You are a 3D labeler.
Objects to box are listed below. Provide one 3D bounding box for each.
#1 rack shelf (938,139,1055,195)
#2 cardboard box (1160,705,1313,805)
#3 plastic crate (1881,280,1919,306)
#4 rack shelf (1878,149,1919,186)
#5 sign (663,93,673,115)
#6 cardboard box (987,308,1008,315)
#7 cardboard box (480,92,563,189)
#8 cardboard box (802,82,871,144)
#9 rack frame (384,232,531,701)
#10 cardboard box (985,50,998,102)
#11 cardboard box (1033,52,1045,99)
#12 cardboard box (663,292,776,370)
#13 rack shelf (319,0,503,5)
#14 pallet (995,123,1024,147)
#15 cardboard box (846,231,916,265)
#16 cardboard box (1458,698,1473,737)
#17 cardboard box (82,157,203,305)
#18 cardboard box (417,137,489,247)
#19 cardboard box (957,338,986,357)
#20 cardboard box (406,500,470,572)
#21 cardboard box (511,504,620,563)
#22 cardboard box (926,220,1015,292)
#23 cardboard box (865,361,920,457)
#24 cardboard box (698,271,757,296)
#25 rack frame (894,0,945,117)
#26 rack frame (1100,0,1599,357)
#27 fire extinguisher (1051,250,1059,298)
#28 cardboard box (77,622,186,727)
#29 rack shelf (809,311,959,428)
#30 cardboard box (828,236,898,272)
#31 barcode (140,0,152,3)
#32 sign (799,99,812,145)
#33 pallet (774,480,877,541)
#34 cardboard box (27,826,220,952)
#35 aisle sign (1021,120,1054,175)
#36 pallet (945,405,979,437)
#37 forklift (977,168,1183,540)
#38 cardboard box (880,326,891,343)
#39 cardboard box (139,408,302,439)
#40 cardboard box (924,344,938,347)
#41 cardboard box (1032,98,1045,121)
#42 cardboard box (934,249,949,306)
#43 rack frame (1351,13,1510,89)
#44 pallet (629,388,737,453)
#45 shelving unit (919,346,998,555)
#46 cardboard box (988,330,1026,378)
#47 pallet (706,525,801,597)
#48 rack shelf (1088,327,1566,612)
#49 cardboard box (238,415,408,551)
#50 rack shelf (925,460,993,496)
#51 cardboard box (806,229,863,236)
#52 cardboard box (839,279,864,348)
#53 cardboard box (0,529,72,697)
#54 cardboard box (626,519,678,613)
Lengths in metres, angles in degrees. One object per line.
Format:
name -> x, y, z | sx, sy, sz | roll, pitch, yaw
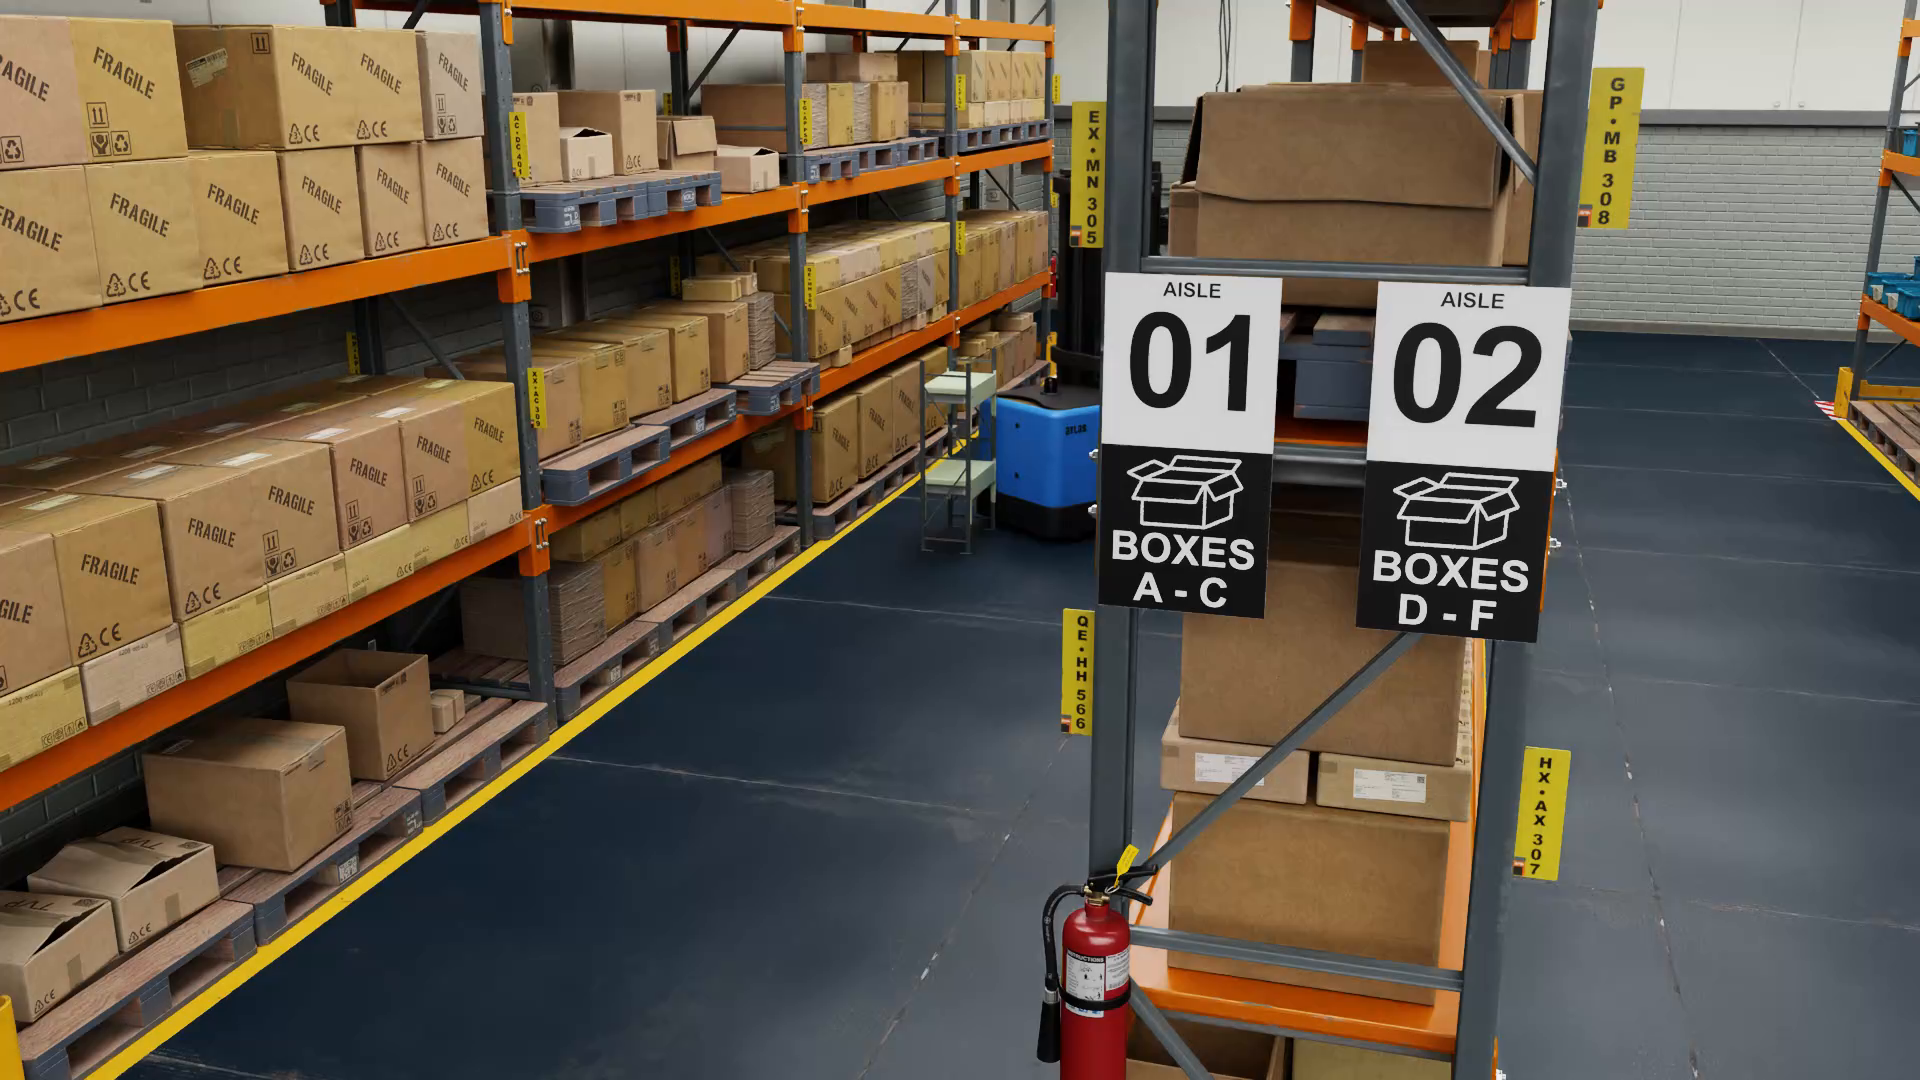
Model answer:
rack shelf -> 0.047, -4.097, 18.098 | 1.077, 0.370, 4.000 | 5, 16, 16
cardboard box -> 0.744, 0.571, 4.447 | 0.380, 0.149, 0.250 | 4, 16, 15
plastic crate -> 9.541, -2.492, 16.815 | 0.416, 0.233, 0.300 | 5, 16, 16
rack shelf -> 9.545, -3.329, 15.389 | 1.077, 0.370, 4.000 | 5, 16, 16
sign -> -2.188, -3.205, 12.543 | 0.100, 0.325, 0.005 | 5, 16, 16
cardboard box -> 0.356, -2.692, 19.946 | 0.380, 0.149, 0.250 | 5, 17, 16
cardboard box -> -2.563, -2.214, 9.187 | 0.500, 0.500, 0.500 | 7, 17, 24
cardboard box -> -1.177, -3.681, 14.324 | 0.700, 0.500, 0.500 | 5, 16, 16
rack frame -> -2.792, -0.383, 9.184 | 0.949, 2.616, 0.053 | 5, 16, 16
cardboard box -> 0.090, -4.758, 17.059 | 0.500, 0.500, 0.500 | 4, 16, 15
cardboard box -> 0.668, -5.292, 18.942 | 0.500, 0.500, 0.500 | 5, 16, 16
cardboard box -> -1.783, -1.566, 12.365 | 0.700, 0.500, 0.500 | 3, 16, 9
rack shelf -> -3.364, -2.399, 6.620 | 1.077, 0.370, 4.000 | 5, 16, 16
pallet -> 0.069, -4.408, 18.040 | 1.003, 0.211, 1.213 | 5, 16, 16
cardboard box -> -0.709, -2.630, 14.965 | 0.500, 0.250, 0.500 | 5, 17, 17
cardboard box -> 1.209, 0.531, 4.590 | 0.380, 0.149, 0.250 | 4, 16, 14
cardboard box -> -3.267, -1.180, 6.276 | 0.500, 0.500, 0.500 | 5, 17, 18
cardboard box -> -2.703, -1.733, 8.224 | 0.500, 0.500, 0.500 | 5, 17, 17
cardboard box -> 0.061, -2.051, 17.687 | 0.380, 0.149, 0.250 | 5, 17, 18
cardboard box -> -2.789, -0.044, 8.226 | 0.500, 0.250, 0.500 | 5, 17, 16
cardboard box -> -2.480, -0.063, 10.454 | 0.500, 0.250, 0.500 | 4, 16, 15
cardboard box -> 0.058, -3.143, 18.365 | 0.980, 0.700, 0.700 | 4, 16, 13
cardboard box -> -0.832, -1.232, 15.344 | 0.750, 0.750, 0.750 | 5, 17, 18
cardboard box -> -1.728, -1.909, 12.386 | 0.380, 0.149, 0.250 | 2, 16, 9
rack frame -> -0.519, -5.363, 15.745 | 0.949, 2.616, 0.053 | 5, 16, 16
rack frame -> 0.818, -1.840, 3.326 | 1.000, 3.000, 0.127 | 5, 16, 16
fire extinguisher -> 1.100, -3.310, 20.328 | 0.296, 0.674, 0.183 | 5, 16, 16
cardboard box -> -3.355, 0.485, 6.359 | 0.500, 0.250, 0.500 | 4, 16, 14
rack shelf -> -1.090, -1.607, 14.818 | 1.077, 0.370, 4.000 | 5, 16, 16
cardboard box -> -0.853, -2.496, 14.494 | 0.500, 0.250, 0.500 | 4, 16, 15
barcode -> -3.603, -2.410, 7.352 | 0.001, 0.075, 0.075 | 5, 16, 16
sign -> -1.139, -3.079, 12.245 | 0.100, 0.325, 0.005 | 5, 16, 16
pallet -> -1.362, -0.289, 13.962 | 1.003, 0.211, 1.213 | 5, 16, 16
cardboard box -> -3.487, 1.422, 6.942 | 0.500, 0.311, 0.500 | 6, 17, 20
aisle sign -> 0.923, -4.769, 19.883 | 0.394, 0.787, 0.004 | 5, 16, 16
pallet -> -0.231, -1.328, 17.625 | 1.003, 0.211, 1.213 | 5, 16, 16
forklift -> 1.620, -1.681, 14.003 | 3.031, 2.867, 1.129 | -12, 20, -36
cardboard box -> -0.836, -1.857, 14.805 | 0.380, 0.149, 0.250 | 5, 17, 18
cardboard box -> -3.427, -0.310, 7.790 | 0.500, 0.500, 0.500 | 5, 17, 17
cardboard box -> -0.443, -1.953, 17.342 | 0.380, 0.149, 0.250 | 5, 16, 16
cardboard box -> 0.661, -4.932, 19.046 | 0.500, 0.250, 0.500 | 5, 17, 18
cardboard box -> -0.411, -2.537, 16.012 | 0.500, 0.500, 0.500 | 4, 16, 15
rack frame -> 3.092, -3.933, 10.705 | 1.000, 3.000, 0.127 | 5, 16, 16
pallet -> -2.182, -0.817, 11.064 | 1.003, 0.211, 1.213 | 5, 16, 16
shelving unit -> -0.008, -0.719, 13.113 | 0.431, 1.500, 0.755 | 5, 16, 16
cardboard box -> 0.370, -2.201, 19.403 | 0.700, 0.500, 0.500 | 5, 16, 16
pallet -> -1.882, 0.116, 12.535 | 1.003, 0.211, 1.213 | 5, 16, 16
rack shelf -> 1.387, -0.574, 5.678 | 1.077, 0.370, 4.000 | 5, 16, 16
cardboard box -> -2.923, -0.272, 7.656 | 0.500, 0.500, 0.500 | 4, 16, 14
rack shelf -> -0.008, -0.499, 13.176 | 0.368, 0.124, 0.686 | 5, 16, 16
cardboard box -> -1.182, -2.669, 15.104 | 0.500, 0.250, 0.500 | 4, 16, 14
cardboard box -> -1.117, -1.875, 13.676 | 0.500, 0.500, 0.500 | 5, 17, 18
cardboard box -> -3.508, 0.263, 5.769 | 0.500, 0.500, 0.500 | 5, 16, 16
cardboard box -> -2.320, 0.144, 11.100 | 0.700, 0.500, 0.500 | 5, 17, 17
